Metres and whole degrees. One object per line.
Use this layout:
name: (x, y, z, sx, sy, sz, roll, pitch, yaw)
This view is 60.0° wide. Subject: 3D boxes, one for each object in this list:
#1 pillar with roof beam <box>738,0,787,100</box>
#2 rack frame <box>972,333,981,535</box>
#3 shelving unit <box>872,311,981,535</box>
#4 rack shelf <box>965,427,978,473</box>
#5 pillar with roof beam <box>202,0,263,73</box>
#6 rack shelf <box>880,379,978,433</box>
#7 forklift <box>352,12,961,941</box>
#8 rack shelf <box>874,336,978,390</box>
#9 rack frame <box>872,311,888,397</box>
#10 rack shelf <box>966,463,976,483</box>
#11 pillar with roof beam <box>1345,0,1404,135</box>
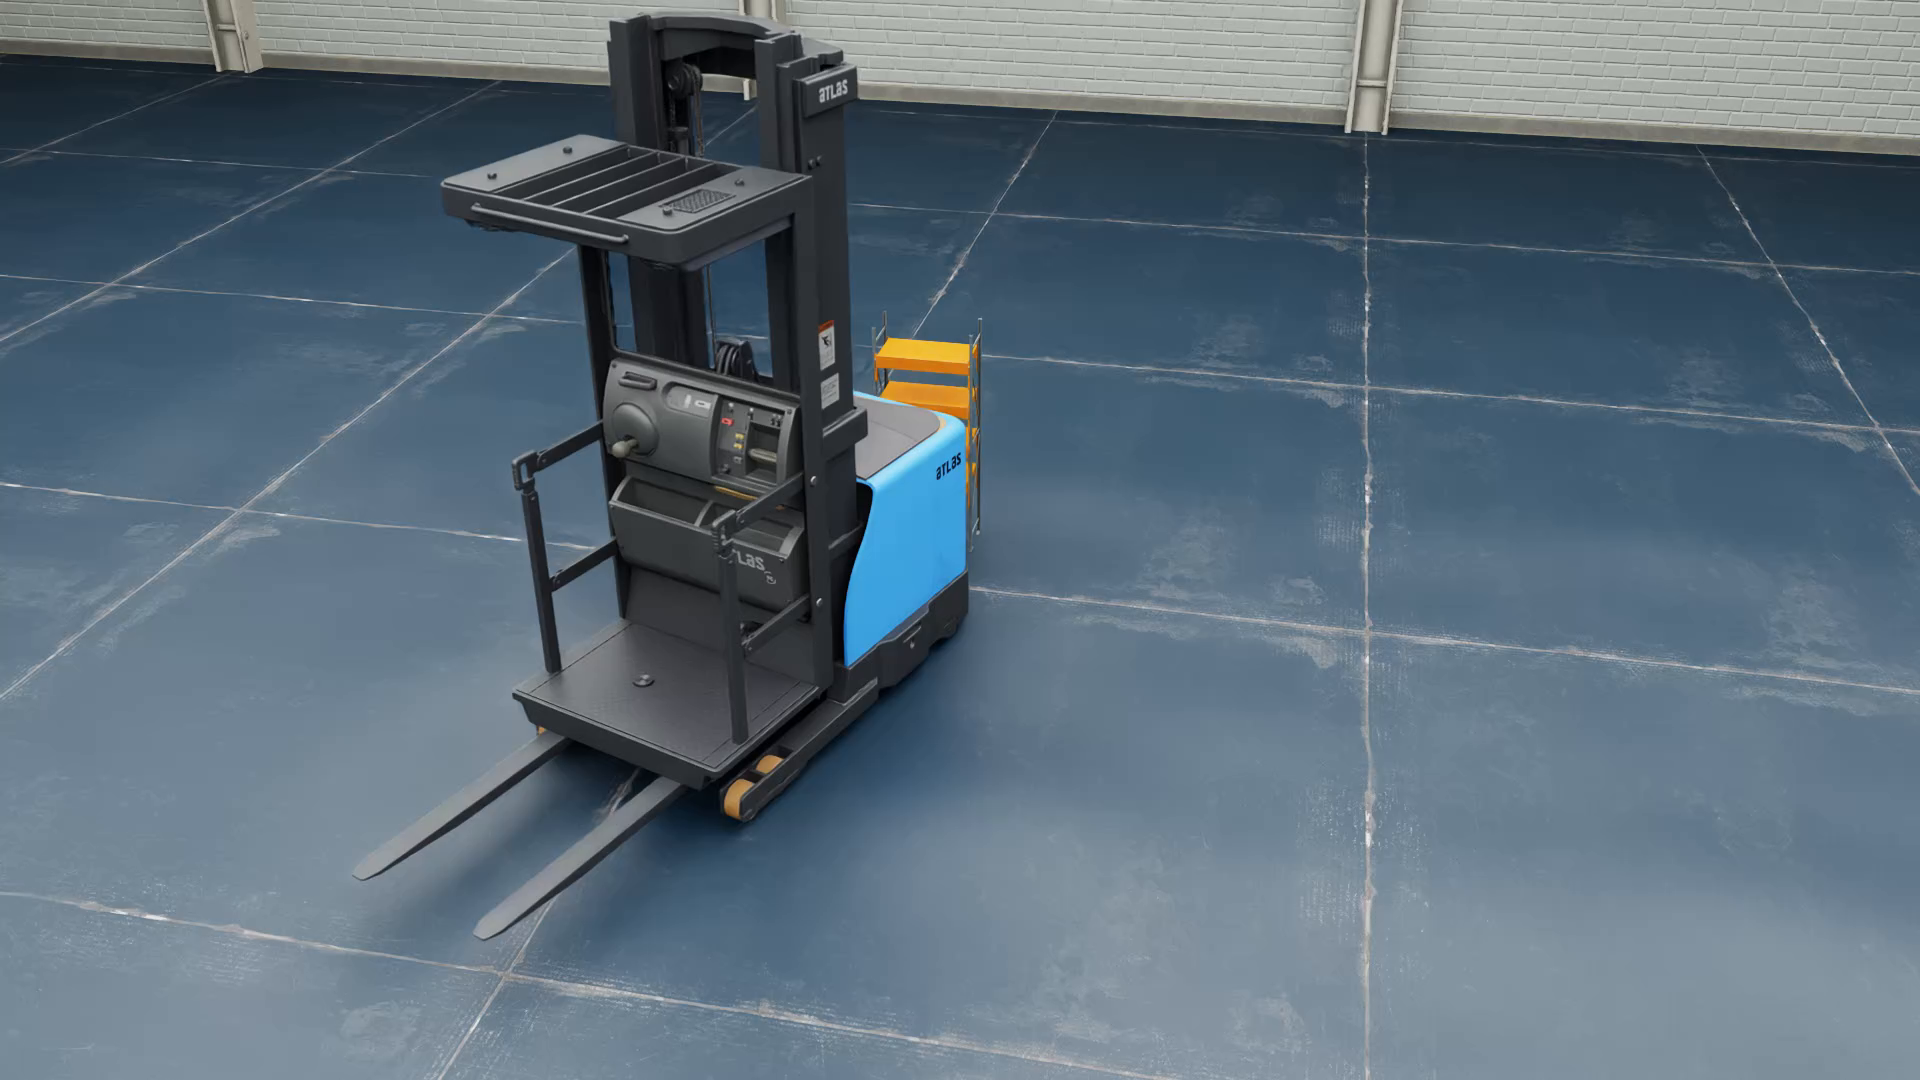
pillar with roof beam: (-2.875, -6.463, 11.184, 0.400, 9.000, 9.100, 6, 29, 11)
rack frame: (0.077, -0.519, 8.448, 0.006, 1.046, 0.228, 6, 29, 11)
shelving unit: (-0.164, -0.543, 8.493, 0.499, 1.200, 0.258, 6, 29, 11)
rack shelf: (-0.162, -0.484, 8.525, 0.480, 0.148, 0.258, 6, 29, 11)
pillar with roof beam: (-8.743, -7.065, 12.283, 0.400, 9.000, 9.100, 6, 29, 11)
rack shelf: (-0.162, -0.680, 8.417, 0.480, 0.148, 0.258, 6, 29, 11)
forklift: (-1.154, -0.411, 6.449, 1.121, 2.935, 3.031, 16, 33, 27)
rack shelf: (-0.162, -0.888, 8.304, 0.480, 0.148, 0.258, 6, 29, 11)
rack frame: (-0.401, -0.567, 8.537, 0.015, 1.200, 0.240, 6, 29, 11)
rack shelf: (-0.162, -0.357, 8.594, 0.457, 0.021, 0.221, 6, 29, 11)
pillar with roof beam: (2.992, -5.861, 10.085, 0.400, 9.000, 9.100, 6, 29, 11)
